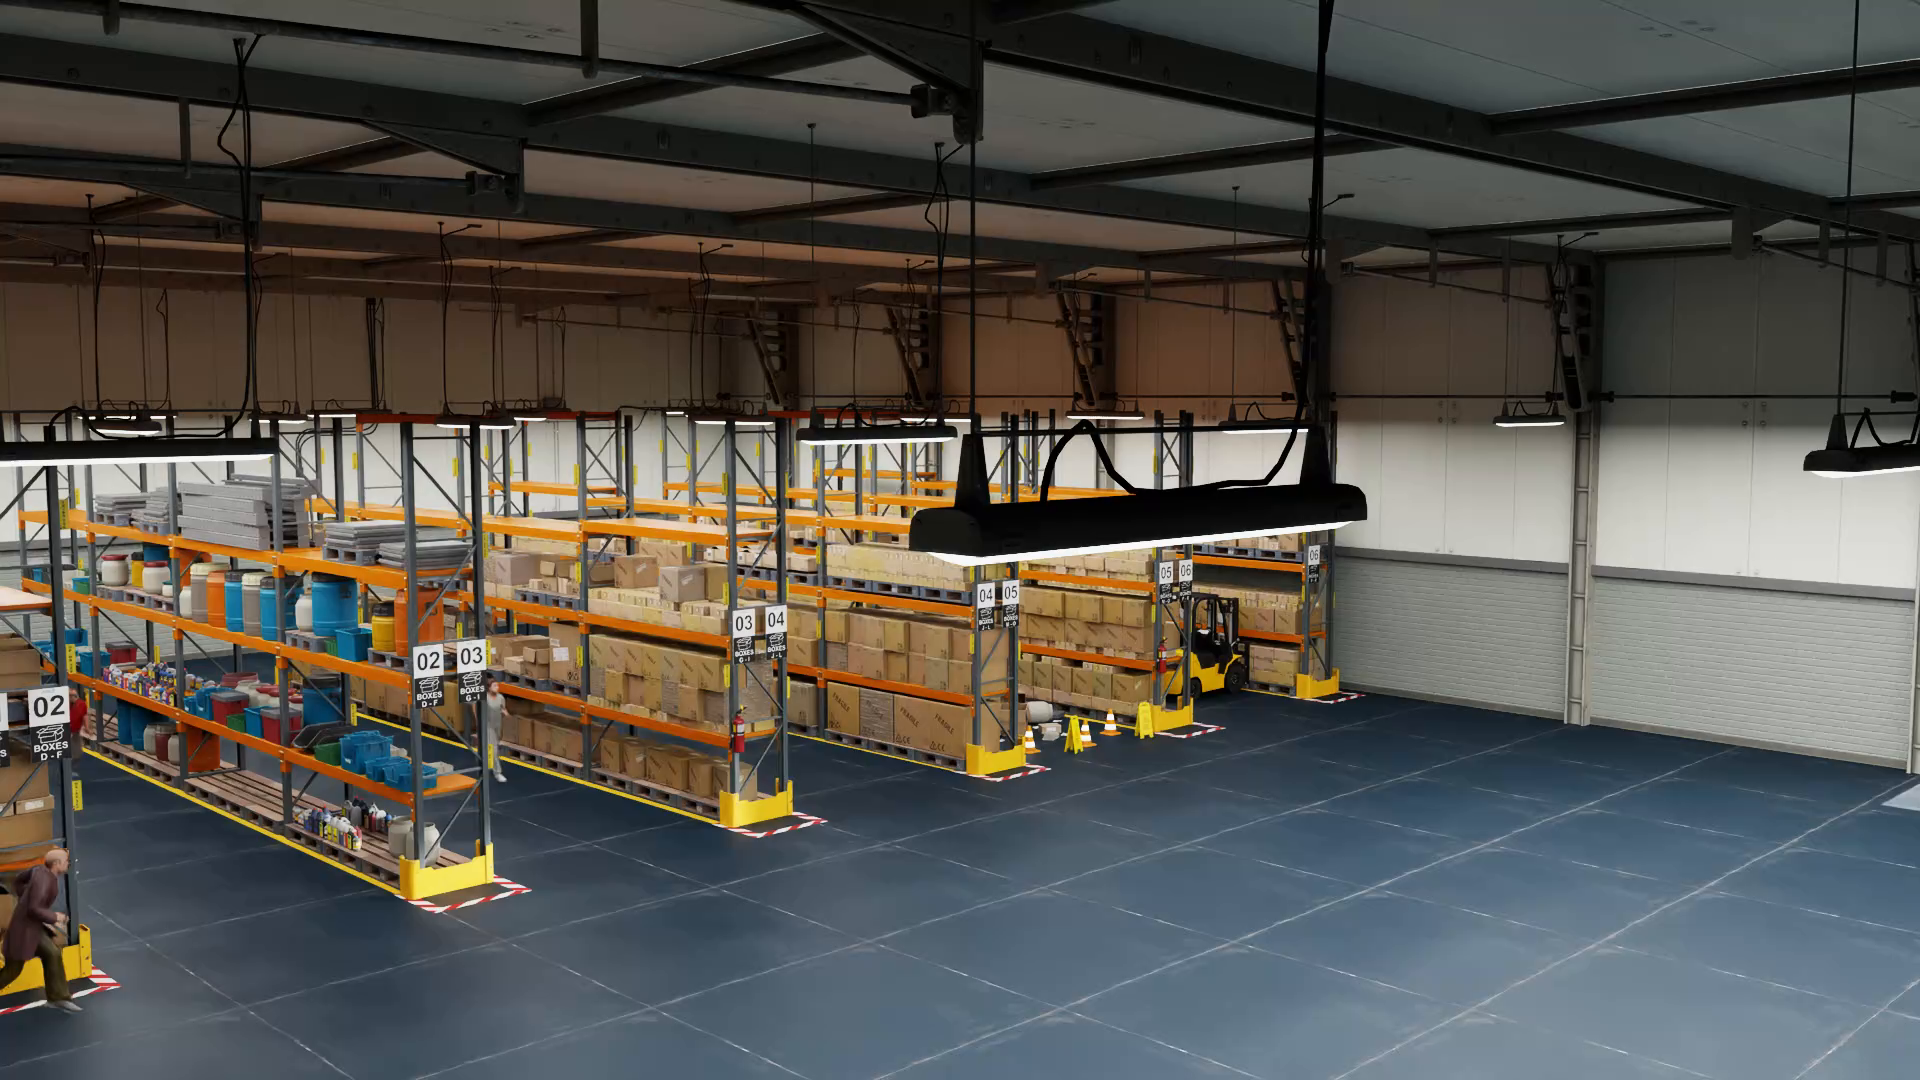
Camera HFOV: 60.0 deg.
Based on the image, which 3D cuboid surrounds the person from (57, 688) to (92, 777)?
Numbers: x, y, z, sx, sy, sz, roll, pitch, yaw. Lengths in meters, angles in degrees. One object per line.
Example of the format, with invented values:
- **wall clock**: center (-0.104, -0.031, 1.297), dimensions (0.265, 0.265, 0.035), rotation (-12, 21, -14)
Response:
- **person**: center (-14.534, 3.172, 27.023), dimensions (0.831, 1.629, 0.670), rotation (3, 6, 28)

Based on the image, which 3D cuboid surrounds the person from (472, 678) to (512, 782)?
- **person**: center (-7.784, 3.115, 27.575), dimensions (0.895, 1.679, 0.540), rotation (4, 7, 41)

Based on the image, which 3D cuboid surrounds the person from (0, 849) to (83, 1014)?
- **person**: center (-9.537, 4.038, 16.840), dimensions (1.100, 1.742, 0.747), rotation (-3, 6, -31)
